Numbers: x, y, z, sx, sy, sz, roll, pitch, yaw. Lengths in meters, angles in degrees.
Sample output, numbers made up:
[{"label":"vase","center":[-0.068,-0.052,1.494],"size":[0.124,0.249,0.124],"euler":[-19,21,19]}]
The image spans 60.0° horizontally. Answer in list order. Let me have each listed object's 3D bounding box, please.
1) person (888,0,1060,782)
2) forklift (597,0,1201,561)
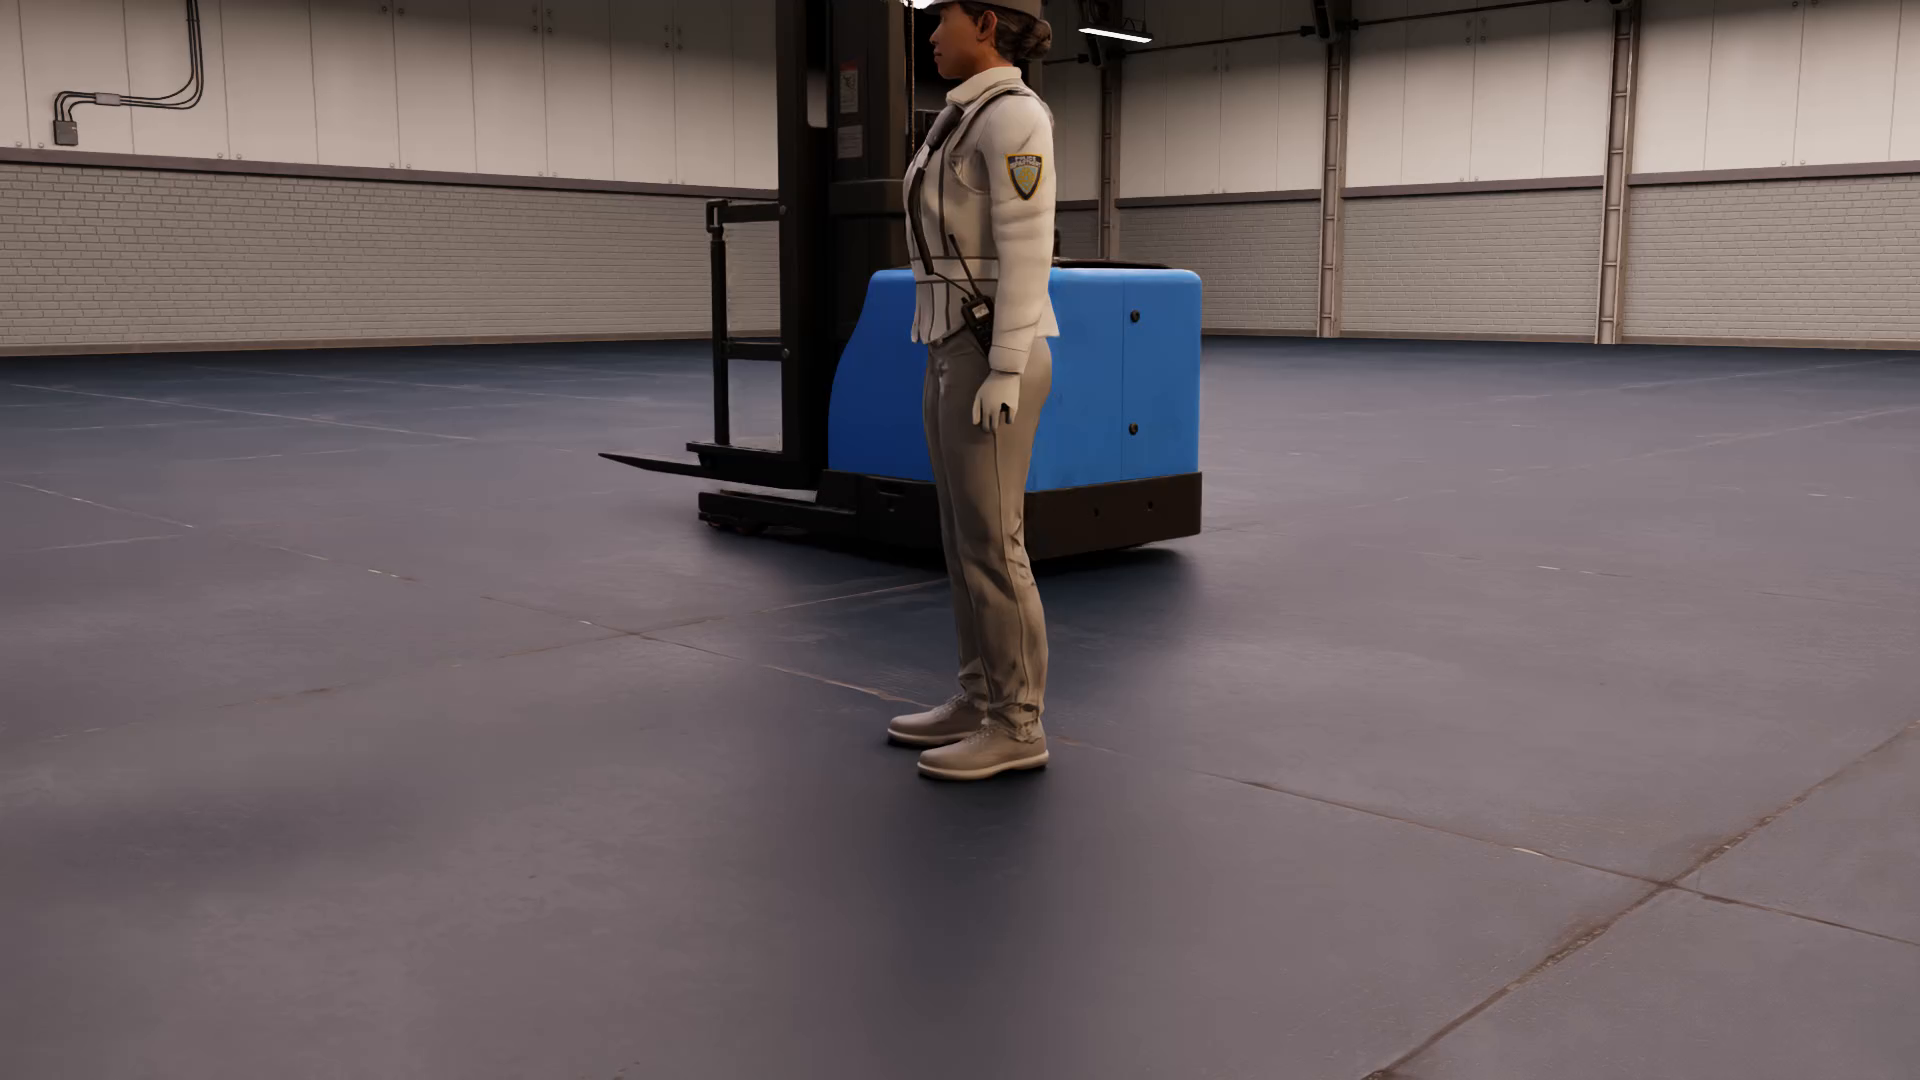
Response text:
[{"label":"person","center":[0.032,-0.362,3.468],"size":[0.335,1.690,0.485],"euler":[-2,9,-10]},{"label":"forklift","center":[-0.455,-1.516,6.941],"size":[1.130,2.935,3.031],"euler":[-8,12,-43]}]
